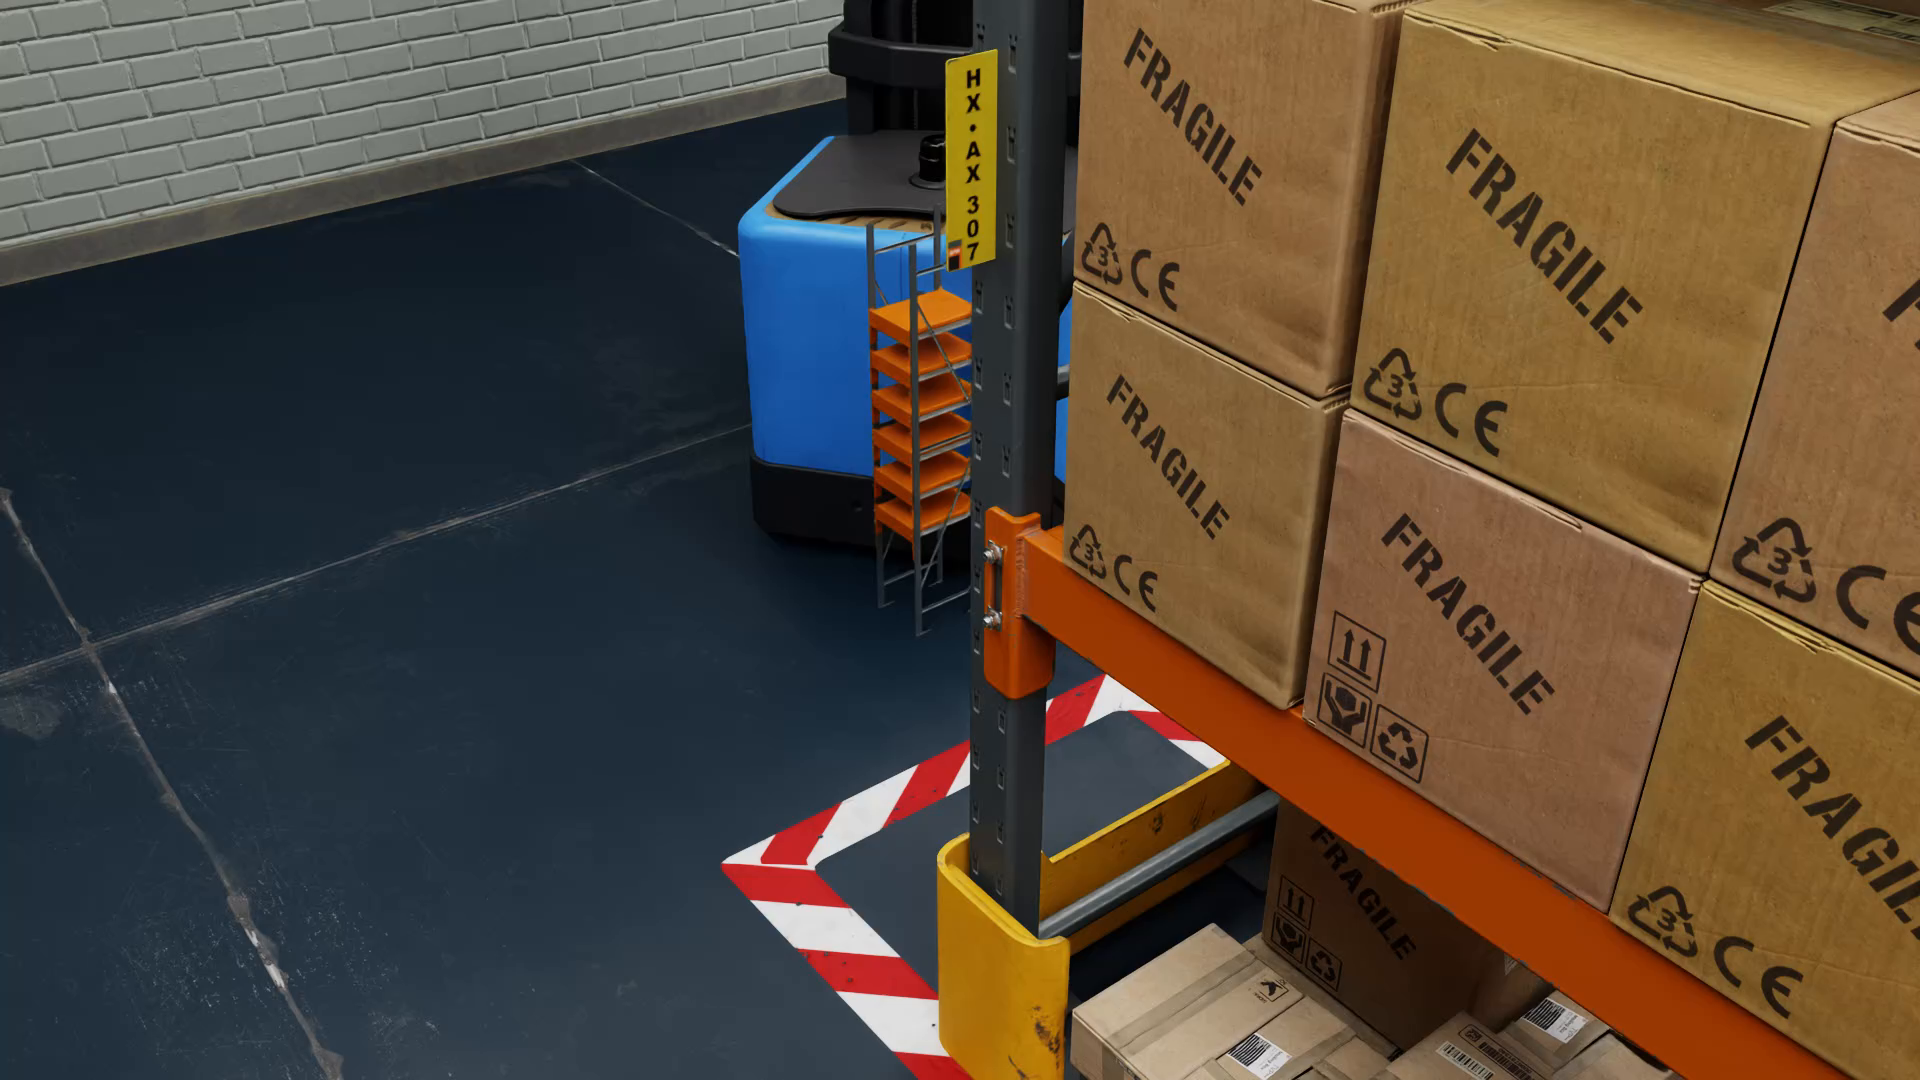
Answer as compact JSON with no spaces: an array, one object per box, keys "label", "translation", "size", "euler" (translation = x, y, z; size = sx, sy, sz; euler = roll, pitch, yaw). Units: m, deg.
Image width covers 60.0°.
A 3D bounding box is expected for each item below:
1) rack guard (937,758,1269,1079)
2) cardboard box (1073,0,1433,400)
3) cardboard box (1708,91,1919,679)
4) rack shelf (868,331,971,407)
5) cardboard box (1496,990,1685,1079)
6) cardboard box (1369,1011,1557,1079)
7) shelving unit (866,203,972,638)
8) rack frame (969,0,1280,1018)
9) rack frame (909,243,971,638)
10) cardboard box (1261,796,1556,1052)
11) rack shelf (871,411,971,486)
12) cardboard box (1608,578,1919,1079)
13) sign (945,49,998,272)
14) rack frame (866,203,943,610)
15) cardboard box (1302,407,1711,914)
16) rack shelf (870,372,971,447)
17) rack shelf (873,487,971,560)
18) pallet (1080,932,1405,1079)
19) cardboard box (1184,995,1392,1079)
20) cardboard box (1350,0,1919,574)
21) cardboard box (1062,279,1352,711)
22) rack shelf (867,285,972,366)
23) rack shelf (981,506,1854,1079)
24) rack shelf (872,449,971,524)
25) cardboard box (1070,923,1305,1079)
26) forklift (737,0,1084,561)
[{"label":"rack guard","translation":[0.495,0.720,3.617],"size":[1.175,0.500,0.348],"euler":[-22,38,-31]},{"label":"cardboard box","translation":[0.512,-0.571,2.283],"size":[0.500,0.500,0.500],"euler":[-21,38,-30]},{"label":"cardboard box","translation":[1.142,-0.145,1.598],"size":[0.500,0.500,0.500],"euler":[-22,38,-31]},{"label":"rack shelf","translation":[-0.090,-0.472,4.502],"size":[0.258,0.103,0.180],"euler":[-23,38,-32]},{"label":"cardboard box","translation":[1.154,0.988,3.085],"size":[0.380,0.166,0.250],"euler":[-22,38,-31]},{"label":"cardboard box","translation":[0.865,1.134,2.770],"size":[0.500,0.250,0.500],"euler":[-22,38,-31]},{"label":"shelving unit","translation":[-0.090,-0.306,4.605],"size":[0.258,1.200,0.189],"euler":[-23,38,-32]},{"label":"rack frame","translation":[0.449,-0.374,3.009],"size":[1.000,3.000,0.127],"euler":[-22,38,-31]},{"label":"rack frame","translation":[-0.033,-0.268,4.544],"size":[0.240,1.200,0.006],"euler":[-23,38,-32]},{"label":"cardboard box","translation":[0.977,0.648,3.316],"size":[0.500,0.500,0.500],"euler":[-22,38,-31]},{"label":"rack shelf","translation":[-0.090,-0.268,4.629],"size":[0.258,0.103,0.180],"euler":[-23,38,-32]},{"label":"cardboard box","translation":[1.138,0.278,1.865],"size":[0.500,0.500,0.500],"euler":[-22,38,-32]},{"label":"sign","translation":[0.020,-0.566,2.497],"size":[0.100,0.325,0.005],"euler":[-22,38,-31]},{"label":"rack frame","translation":[-0.147,-0.344,4.666],"size":[0.240,1.200,0.006],"euler":[-23,38,-32]},{"label":"cardboard box","translation":[0.833,0.067,2.204],"size":[0.500,0.500,0.500],"euler":[-23,38,-32]},{"label":"rack shelf","translation":[-0.090,-0.370,4.565],"size":[0.258,0.103,0.180],"euler":[-23,38,-32]},{"label":"rack shelf","translation":[-0.090,-0.064,4.755],"size":[0.258,0.103,0.180],"euler":[-23,38,-32]},{"label":"pallet","translation":[0.985,1.175,3.159],"size":[1.003,0.211,1.213],"euler":[-22,38,-31]},{"label":"cardboard box","translation":[0.587,1.033,3.012],"size":[0.380,0.166,0.250],"euler":[-22,38,-31]},{"label":"cardboard box","translation":[0.839,-0.355,1.937],"size":[0.500,0.500,0.500],"euler":[-22,38,-31]},{"label":"cardboard box","translation":[0.512,-0.146,2.547],"size":[0.500,0.500,0.500],"euler":[-21,38,-30]},{"label":"rack shelf","translation":[-0.090,-0.574,4.439],"size":[0.258,0.103,0.180],"euler":[-23,38,-32]},{"label":"rack shelf","translation":[1.675,0.765,1.856],"size":[1.077,0.370,4.000],"euler":[-22,38,-31]},{"label":"rack shelf","translation":[-0.090,-0.166,4.692],"size":[0.258,0.103,0.180],"euler":[-23,38,-32]},{"label":"cardboard box","translation":[0.434,0.936,3.185],"size":[0.380,0.149,0.250],"euler":[-22,38,-31]},{"label":"forklift","translation":[0.228,-1.920,5.563],"size":[1.130,2.935,3.031],"euler":[8,33,13]}]
